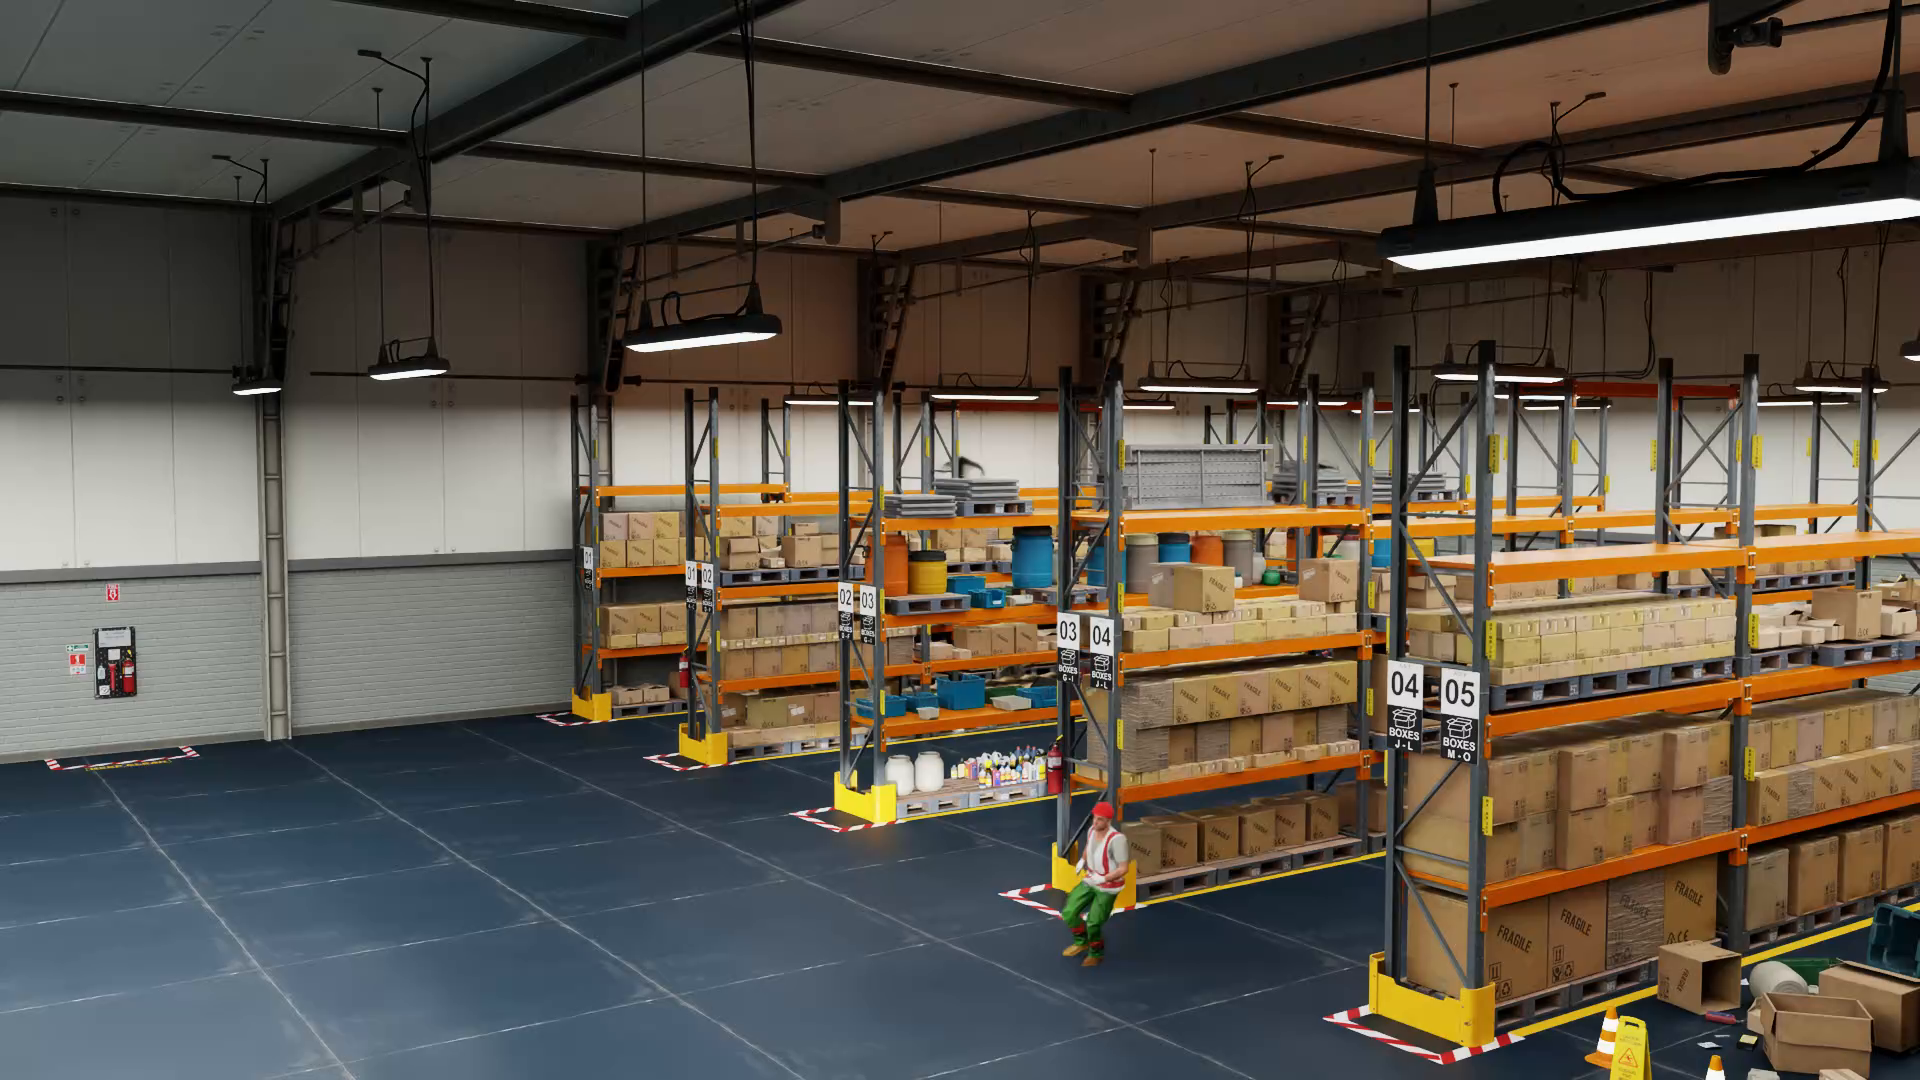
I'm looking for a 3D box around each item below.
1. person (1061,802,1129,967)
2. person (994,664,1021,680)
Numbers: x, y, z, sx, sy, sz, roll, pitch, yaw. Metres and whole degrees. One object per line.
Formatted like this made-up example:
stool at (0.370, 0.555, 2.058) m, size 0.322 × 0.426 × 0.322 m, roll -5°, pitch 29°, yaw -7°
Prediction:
person at (1.280, 3.367, 16.170) m, size 0.851 × 1.703 × 0.663 m, roll 3°, pitch 5°, yaw 44°
person at (1.044, 2.425, 32.411) m, size 1.112 × 1.637 × 0.684 m, roll -2°, pitch 4°, yaw -28°
